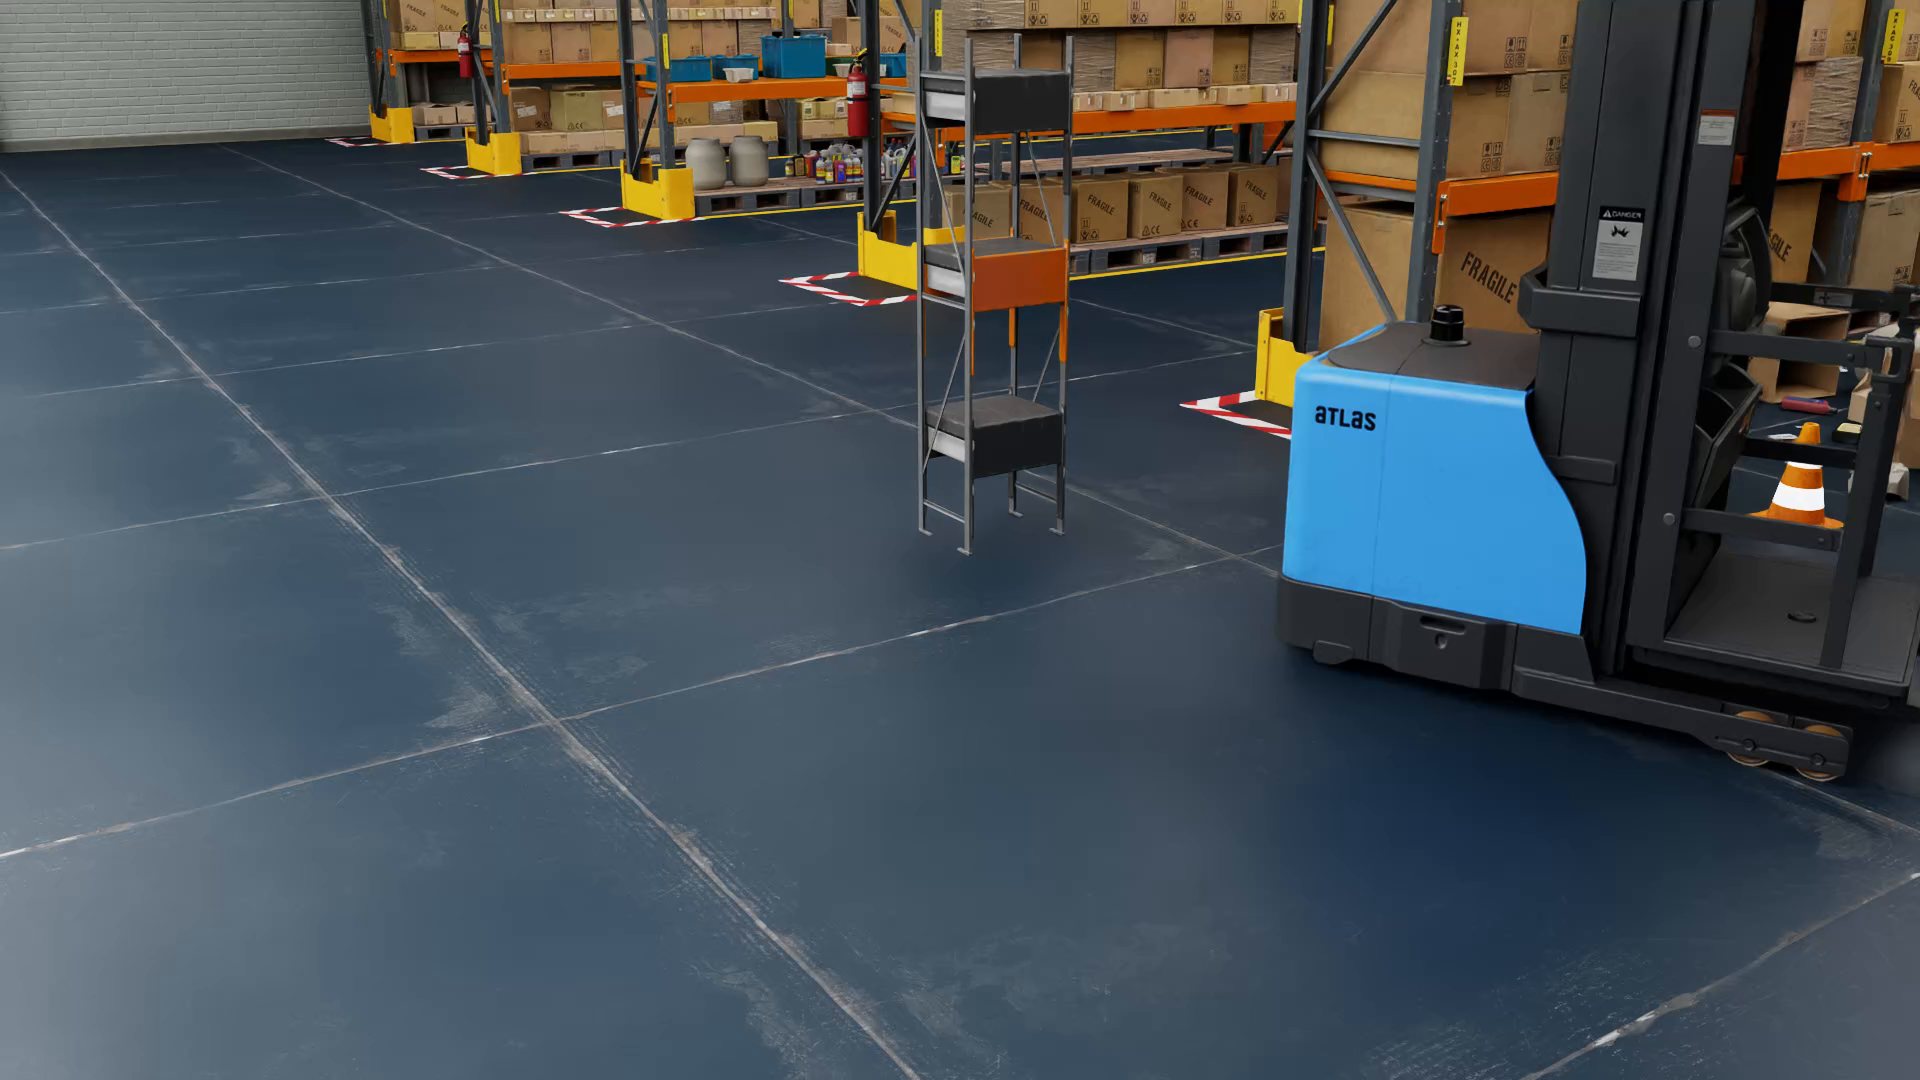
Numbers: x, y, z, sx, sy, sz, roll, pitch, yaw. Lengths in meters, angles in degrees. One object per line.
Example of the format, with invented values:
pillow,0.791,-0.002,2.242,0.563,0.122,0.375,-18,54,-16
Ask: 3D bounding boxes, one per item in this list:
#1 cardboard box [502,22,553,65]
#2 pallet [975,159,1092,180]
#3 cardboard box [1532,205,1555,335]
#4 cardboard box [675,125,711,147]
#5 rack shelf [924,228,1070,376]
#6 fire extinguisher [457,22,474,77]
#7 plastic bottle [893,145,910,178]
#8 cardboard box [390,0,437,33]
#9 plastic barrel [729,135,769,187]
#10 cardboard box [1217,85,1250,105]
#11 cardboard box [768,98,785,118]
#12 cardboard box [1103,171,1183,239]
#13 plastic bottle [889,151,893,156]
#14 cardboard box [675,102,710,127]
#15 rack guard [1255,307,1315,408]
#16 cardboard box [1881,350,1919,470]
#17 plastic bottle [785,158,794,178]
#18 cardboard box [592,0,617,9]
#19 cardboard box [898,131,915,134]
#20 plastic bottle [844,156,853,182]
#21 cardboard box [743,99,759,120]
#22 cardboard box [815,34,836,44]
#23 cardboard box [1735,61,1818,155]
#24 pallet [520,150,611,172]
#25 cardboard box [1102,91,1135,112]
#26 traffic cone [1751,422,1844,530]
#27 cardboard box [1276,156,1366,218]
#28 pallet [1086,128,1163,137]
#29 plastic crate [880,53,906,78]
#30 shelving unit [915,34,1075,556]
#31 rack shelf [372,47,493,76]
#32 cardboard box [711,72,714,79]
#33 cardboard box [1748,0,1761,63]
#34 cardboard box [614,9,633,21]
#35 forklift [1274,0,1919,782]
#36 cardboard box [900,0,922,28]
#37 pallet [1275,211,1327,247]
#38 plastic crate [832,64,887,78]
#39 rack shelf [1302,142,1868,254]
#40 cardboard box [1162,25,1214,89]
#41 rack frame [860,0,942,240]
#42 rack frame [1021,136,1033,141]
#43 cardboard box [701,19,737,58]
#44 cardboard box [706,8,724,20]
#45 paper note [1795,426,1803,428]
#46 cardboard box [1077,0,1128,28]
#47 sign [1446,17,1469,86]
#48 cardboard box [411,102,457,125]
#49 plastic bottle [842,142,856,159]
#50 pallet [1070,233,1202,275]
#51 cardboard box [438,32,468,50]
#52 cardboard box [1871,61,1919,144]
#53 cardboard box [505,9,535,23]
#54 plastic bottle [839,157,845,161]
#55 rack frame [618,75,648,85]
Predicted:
cardboard box,-5.508,-6.263,20.930,0.500,0.500,0.700,-12,22,-31
pallet,0.791,-4.343,19.762,1.213,0.211,1.003,-12,22,-31
cardboard box,3.447,-1.627,10.035,0.875,0.875,0.875,-12,22,-32
cardboard box,-3.664,-5.420,22.230,0.500,0.250,0.500,-12,22,-31
rack shelf,0.138,-1.011,6.999,0.480,0.518,0.431,-12,22,-31
fire extinguisher,-6.260,-6.203,21.031,0.183,0.674,0.296,-12,22,-31
plastic bottle,-0.653,-4.188,18.398,0.185,0.351,0.144,-12,22,-32
cardboard box,-8.069,-7.758,24.542,0.500,0.500,0.500,-12,22,-31
plastic barrel,-2.258,-4.056,17.787,0.421,0.512,0.421,0,19,0
cardboard box,2.259,-3.812,14.229,0.250,0.149,0.380,-12,22,-31
cardboard box,-2.384,-6.151,23.518,0.500,0.311,0.500,-12,22,-31
cardboard box,1.575,-2.912,14.423,0.500,0.500,0.500,-14,23,-36
plastic bottle,-0.731,-4.179,18.476,0.133,0.283,0.061,-12,22,-31
cardboard box,-3.671,-5.778,22.120,0.500,0.500,0.500,-12,22,-31
rack guard,2.163,-0.953,9.284,0.348,0.500,1.175,-12,22,-31
cardboard box,5.065,-0.639,8.350,0.797,0.503,0.637,5,19,16
plastic bottle,-1.892,-4.134,18.473,0.097,0.201,0.097,0,19,0
cardboard box,-4.607,-7.070,21.291,0.500,0.500,0.700,-12,22,-31
cardboard box,-0.808,-6.013,23.985,0.500,0.250,0.500,-11,22,-30
plastic bottle,-1.212,-4.023,18.035,0.097,0.271,0.097,0,19,0
cardboard box,-3.124,-6.095,23.056,0.500,0.500,0.500,-12,22,-31
cardboard box,-1.931,-6.981,23.422,0.258,0.266,0.396,-13,22,-33
cardboard box,4.775,-2.746,10.450,0.550,0.550,0.875,-12,22,-31
pallet,-5.290,-4.961,21.591,1.213,0.211,1.003,-12,22,-31
cardboard box,1.215,-3.592,13.578,0.250,0.149,0.380,-12,22,-31
traffic cone,3.745,-0.291,7.384,0.334,0.463,0.336,-12,22,-31
cardboard box,3.405,-3.317,15.590,0.500,0.500,0.700,-14,23,-36
pallet,2.438,-6.560,26.318,1.213,0.211,1.003,-12,22,-31
plastic crate,-0.619,-5.177,18.108,0.616,0.251,0.499,-12,22,-31
shelving unit,0.138,-1.024,6.995,0.503,2.100,0.431,-12,22,-31
rack shelf,-6.963,-7.472,25.787,4.000,0.370,1.077,-12,22,-31
cardboard box,-4.321,-7.757,27.553,0.500,0.250,0.500,-12,22,-33
cardboard box,4.275,-3.187,10.067,0.550,0.550,0.875,-12,22,-31
cardboard box,-4.385,-6.730,21.299,0.250,0.149,0.380,-12,22,-32
forklift,2.654,-0.847,5.174,3.031,2.935,1.130,11,22,30
cardboard box,-0.137,-4.311,13.131,0.500,0.500,0.500,-12,22,-31
pallet,3.530,-3.007,15.810,1.213,0.211,1.003,-12,22,-31
plastic crate,-1.060,-5.037,17.871,0.437,0.136,0.530,-12,22,-31
rack shelf,3.854,-2.153,10.053,4.000,0.370,1.077,-12,22,-31
cardboard box,1.671,-4.123,14.135,0.500,0.500,0.875,-12,22,-31
rack frame,-0.460,-3.486,12.873,0.127,3.000,1.000,-12,22,-31
rack frame,0.776,-7.546,24.881,0.127,3.000,1.000,-12,22,-31
cardboard box,-3.369,-6.714,22.264,0.500,0.500,0.700,-12,22,-32
cardboard box,-3.318,-6.954,21.962,0.250,0.149,0.380,-12,22,-32
paper note,4.612,-0.616,9.052,0.123,0.001,0.032,-1,19,-3
cardboard box,0.987,-4.347,13.237,0.500,0.500,0.500,-12,22,-31
sign,2.483,-2.440,8.302,0.005,0.325,0.100,-12,22,-31
cardboard box,-8.006,-6.493,25.279,0.500,0.311,0.500,-15,24,-37
plastic bottle,-1.259,-4.330,18.817,0.185,0.351,0.144,-12,22,-32
pallet,1.319,-2.526,14.386,1.213,0.211,1.003,-12,22,-31
cardboard box,-7.625,-7.496,24.936,0.500,0.250,0.500,-13,22,-33
cardboard box,6.111,-2.914,11.025,0.500,0.500,0.500,-12,22,-31
cardboard box,-5.459,-6.503,20.627,0.250,0.149,0.380,-12,22,-32
plastic bottle,-1.311,-4.202,18.672,0.097,0.201,0.097,0,19,0
rack frame,-5.292,-8.165,26.714,0.127,3.000,1.000,-12,22,-31
